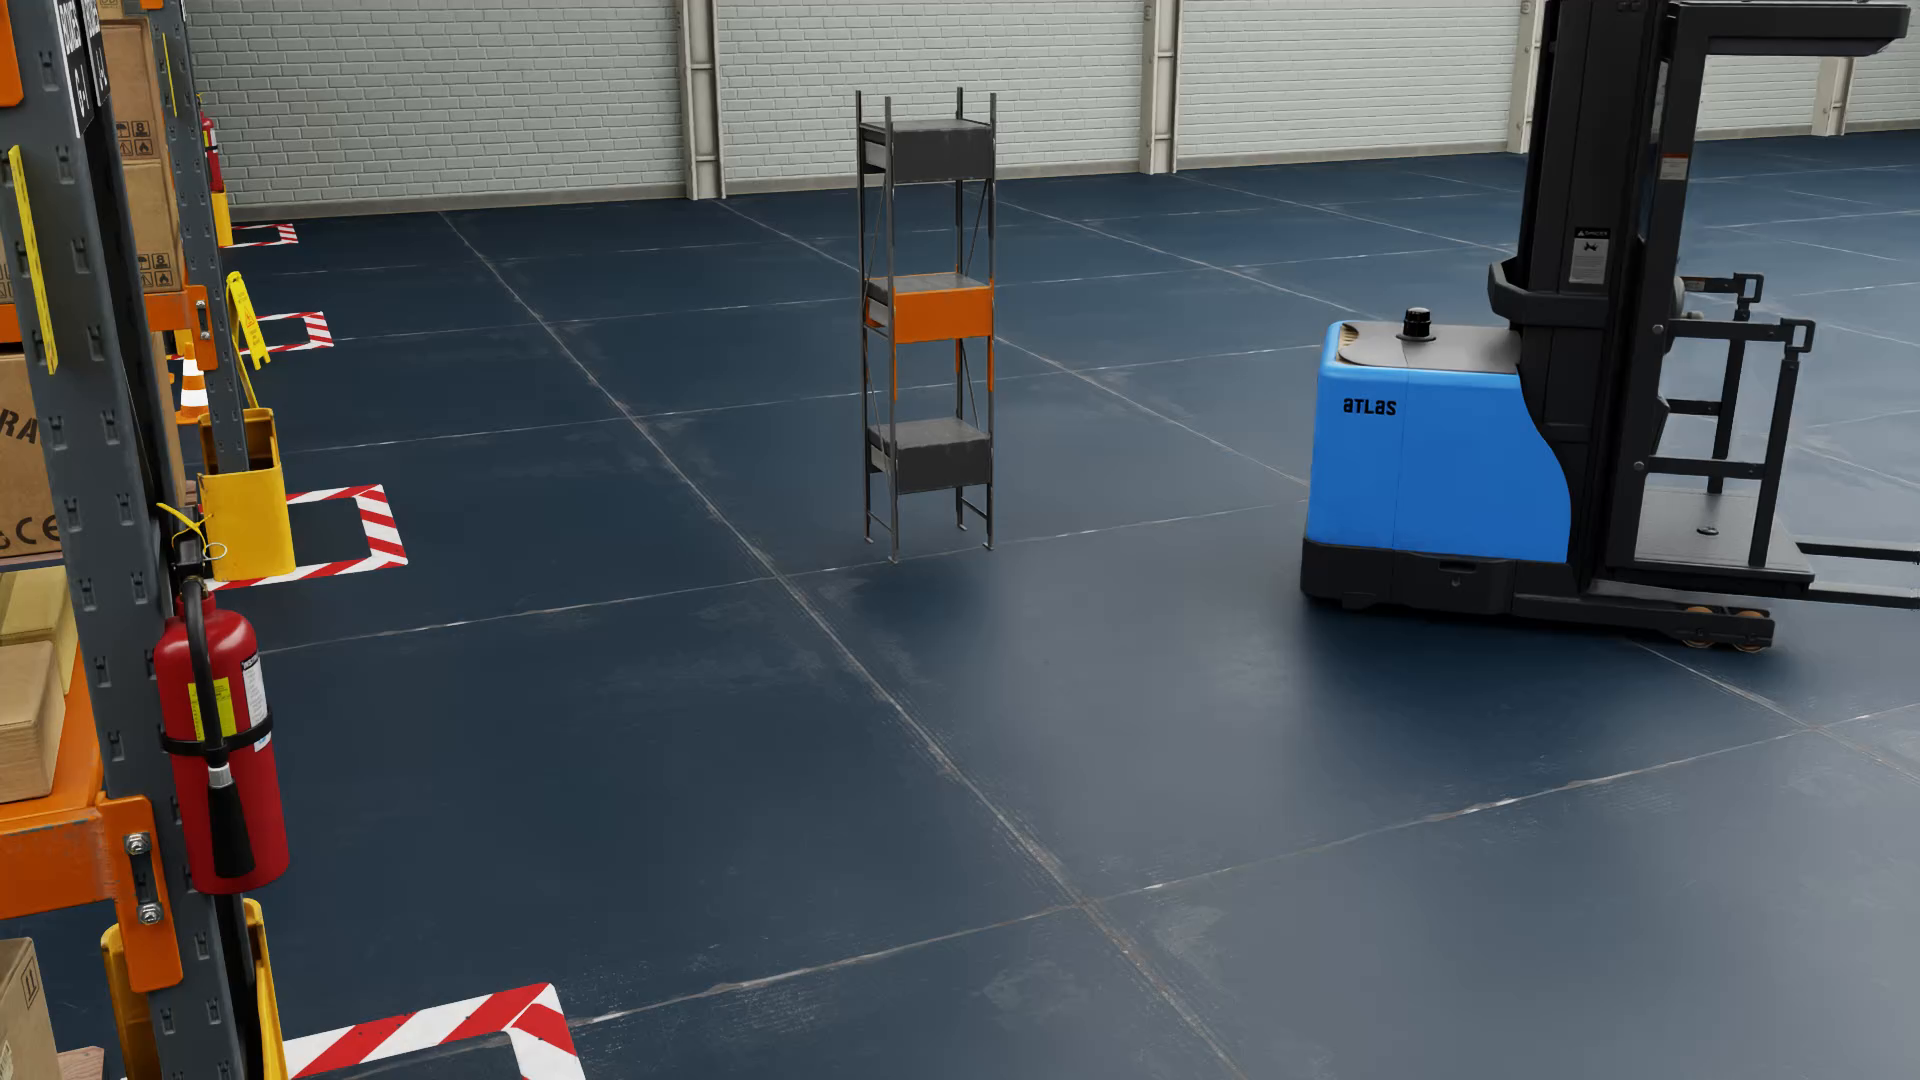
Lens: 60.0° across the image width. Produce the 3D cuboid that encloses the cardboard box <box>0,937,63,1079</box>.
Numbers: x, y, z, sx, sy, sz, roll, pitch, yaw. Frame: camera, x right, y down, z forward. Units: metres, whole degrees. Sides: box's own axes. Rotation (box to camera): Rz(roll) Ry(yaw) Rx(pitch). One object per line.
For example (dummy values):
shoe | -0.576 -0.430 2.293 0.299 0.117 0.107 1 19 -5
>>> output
cardboard box | -2.149 1.169 3.316 0.500 0.500 0.500 -4 20 -12

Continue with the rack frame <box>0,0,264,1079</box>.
rack frame | -1.570 0.110 3.192 0.053 2.616 0.949 -8 21 -22

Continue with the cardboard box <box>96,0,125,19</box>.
cardboard box | -5.877 -3.436 11.161 0.500 0.500 0.700 -9 21 -23

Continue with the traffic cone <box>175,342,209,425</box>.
traffic cone | -4.626 -0.971 10.082 0.334 0.463 0.336 -8 21 -22

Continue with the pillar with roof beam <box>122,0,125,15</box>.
pillar with roof beam | -6.755 -6.124 11.866 0.400 9.000 9.100 -8 21 -22

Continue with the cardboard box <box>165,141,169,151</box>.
cardboard box | -7.763 -3.641 15.849 0.500 0.250 0.500 -7 21 -20

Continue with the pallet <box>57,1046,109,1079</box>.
pallet | -2.399 1.533 3.351 1.213 0.211 1.003 -8 21 -22

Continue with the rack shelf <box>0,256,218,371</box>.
rack shelf | -5.277 -0.812 6.895 4.000 0.370 1.077 -8 21 -22

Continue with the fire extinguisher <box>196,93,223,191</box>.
fire extinguisher | -5.207 -2.749 11.429 0.183 0.674 0.296 -8 21 -22

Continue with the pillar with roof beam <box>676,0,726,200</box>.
pillar with roof beam | -1.246 -6.913 14.107 0.400 9.000 9.100 -8 21 -22

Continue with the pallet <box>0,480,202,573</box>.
pallet | -4.144 0.030 7.620 1.213 0.211 1.003 -8 21 -22

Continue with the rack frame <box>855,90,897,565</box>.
rack frame | -0.376 -0.937 7.520 0.015 2.100 0.400 -8 21 -22

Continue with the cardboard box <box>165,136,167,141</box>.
cardboard box | -7.980 -3.791 16.275 0.500 0.250 0.500 -8 21 -23

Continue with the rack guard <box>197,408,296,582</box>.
rack guard | -3.419 -0.239 7.947 0.348 0.500 1.175 -8 21 -22

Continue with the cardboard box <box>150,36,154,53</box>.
cardboard box | -7.671 -4.646 15.574 0.250 0.149 0.380 -8 21 -21

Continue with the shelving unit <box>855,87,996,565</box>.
shelving unit | -0.152 -0.969 7.611 0.503 2.100 0.431 -8 21 -22

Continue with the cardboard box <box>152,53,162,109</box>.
cardboard box | -7.812 -4.326 15.642 0.500 0.500 0.500 -9 21 -23

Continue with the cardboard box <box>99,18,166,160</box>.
cardboard box | -3.797 -1.958 7.214 0.550 0.550 0.875 -8 21 -22

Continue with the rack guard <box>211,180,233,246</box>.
rack guard | -7.442 -3.248 16.494 0.348 0.500 1.175 -8 21 -22

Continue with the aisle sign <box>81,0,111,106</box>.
aisle sign | -1.631 -1.215 3.041 0.004 0.787 0.394 -8 21 -22

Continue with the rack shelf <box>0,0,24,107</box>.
rack shelf | -3.405 -0.701 2.064 4.000 0.370 1.077 -8 21 -22

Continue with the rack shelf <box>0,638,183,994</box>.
rack shelf | -3.405 0.714 2.562 4.000 0.370 1.077 -8 21 -22

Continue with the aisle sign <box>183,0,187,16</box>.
aisle sign | -3.495 -2.742 7.378 0.004 0.787 0.394 -8 21 -22

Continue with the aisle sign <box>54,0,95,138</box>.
aisle sign | -1.393 -1.032 2.521 0.004 0.787 0.394 -8 21 -22

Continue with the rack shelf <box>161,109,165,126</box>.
rack shelf | -9.300 -3.822 15.442 4.000 0.370 1.077 -8 21 -22

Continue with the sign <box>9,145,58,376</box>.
sign | -1.368 -0.412 2.457 0.005 0.325 0.100 -8 21 -22

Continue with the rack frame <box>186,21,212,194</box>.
rack frame | -7.464 -4.424 16.070 0.127 3.000 1.000 -8 21 -22

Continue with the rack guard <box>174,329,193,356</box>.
rack guard | -5.564 -1.722 12.159 0.348 0.500 1.175 -8 21 -22

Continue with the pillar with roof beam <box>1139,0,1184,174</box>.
pillar with roof beam | 4.263 -7.703 16.349 0.400 9.000 9.100 -8 21 -22

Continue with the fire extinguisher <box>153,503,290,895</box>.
fire extinguisher | -1.281 0.273 2.846 0.183 0.674 0.296 -8 21 -22

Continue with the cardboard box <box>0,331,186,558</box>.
cardboard box | -4.037 -0.501 7.496 0.875 0.875 0.875 -8 21 -22

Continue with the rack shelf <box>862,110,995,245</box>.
rack shelf | -0.152 -1.616 7.384 0.480 0.518 0.431 -8 21 -22

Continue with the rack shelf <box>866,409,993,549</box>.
rack shelf | -0.152 -0.295 7.848 0.480 0.518 0.431 -8 21 -22

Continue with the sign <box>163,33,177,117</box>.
sign | -3.239 -1.905 6.816 0.005 0.325 0.100 -8 21 -22

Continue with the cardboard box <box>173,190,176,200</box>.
cardboard box | -7.787 -3.402 15.921 0.500 0.250 0.500 -8 21 -23

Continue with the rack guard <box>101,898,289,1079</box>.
rack guard | -1.639 1.300 3.576 0.348 0.500 1.175 -8 21 -22

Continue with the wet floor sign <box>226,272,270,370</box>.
wet floor sign | -4.896 -1.499 11.308 0.232 0.644 0.267 -1 19 -3

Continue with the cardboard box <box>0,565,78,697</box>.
cardboard box | -1.925 0.195 3.331 0.250 0.149 0.380 -8 21 -22

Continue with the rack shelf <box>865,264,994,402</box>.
rack shelf | -0.152 -0.956 7.616 0.480 0.518 0.431 -8 21 -22

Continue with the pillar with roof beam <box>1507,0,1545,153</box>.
pillar with roof beam | 9.773 -8.492 18.591 0.400 9.000 9.100 -8 21 -22

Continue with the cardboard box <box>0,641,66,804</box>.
cardboard box | -1.749 0.330 2.946 0.250 0.149 0.380 -8 21 -22

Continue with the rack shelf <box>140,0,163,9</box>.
rack shelf | -5.277 -2.227 6.397 4.000 0.370 1.077 -8 21 -22

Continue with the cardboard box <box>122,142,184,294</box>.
cardboard box | -3.764 -1.423 7.320 0.550 0.550 0.875 -8 21 -22

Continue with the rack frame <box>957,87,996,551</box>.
rack frame | 0.072 -1.001 7.703 0.015 2.100 0.400 -8 21 -22

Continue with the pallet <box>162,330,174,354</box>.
pallet | -6.324 -1.489 11.934 1.213 0.211 1.003 -8 21 -22

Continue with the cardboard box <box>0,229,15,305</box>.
cardboard box | -4.260 -1.344 7.096 0.550 0.550 0.875 -8 21 -22

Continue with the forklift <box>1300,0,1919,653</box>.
forklift | 3.047 -1.121 6.794 3.031 2.935 1.130 5 20 13

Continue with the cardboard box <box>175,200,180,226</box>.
cardboard box | -7.770 -3.167 16.008 0.500 0.250 0.500 -8 21 -22

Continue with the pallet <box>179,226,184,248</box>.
pallet | -8.150 -2.995 16.211 1.213 0.211 1.003 -8 21 -22

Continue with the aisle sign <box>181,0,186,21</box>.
aisle sign | -3.257 -2.559 6.858 0.004 0.787 0.394 -8 21 -22

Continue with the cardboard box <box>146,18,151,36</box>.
cardboard box | -7.709 -4.806 15.580 0.250 0.149 0.380 -8 21 -22

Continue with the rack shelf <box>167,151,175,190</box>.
rack shelf | -7.331 -2.308 11.145 4.000 0.370 1.077 -8 21 -22

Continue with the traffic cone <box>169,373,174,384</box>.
traffic cone | -5.378 -1.264 10.916 0.334 0.463 0.336 -8 21 -22

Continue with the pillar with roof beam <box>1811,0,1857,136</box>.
pillar with roof beam | 15.282 -9.281 20.833 0.400 9.000 9.100 -8 21 -22

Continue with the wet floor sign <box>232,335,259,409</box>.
wet floor sign | -4.199 -0.912 9.640 0.232 0.644 0.267 -12 23 -31

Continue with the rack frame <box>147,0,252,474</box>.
rack frame | -3.441 -1.415 7.523 0.127 3.000 1.000 -8 21 -22
